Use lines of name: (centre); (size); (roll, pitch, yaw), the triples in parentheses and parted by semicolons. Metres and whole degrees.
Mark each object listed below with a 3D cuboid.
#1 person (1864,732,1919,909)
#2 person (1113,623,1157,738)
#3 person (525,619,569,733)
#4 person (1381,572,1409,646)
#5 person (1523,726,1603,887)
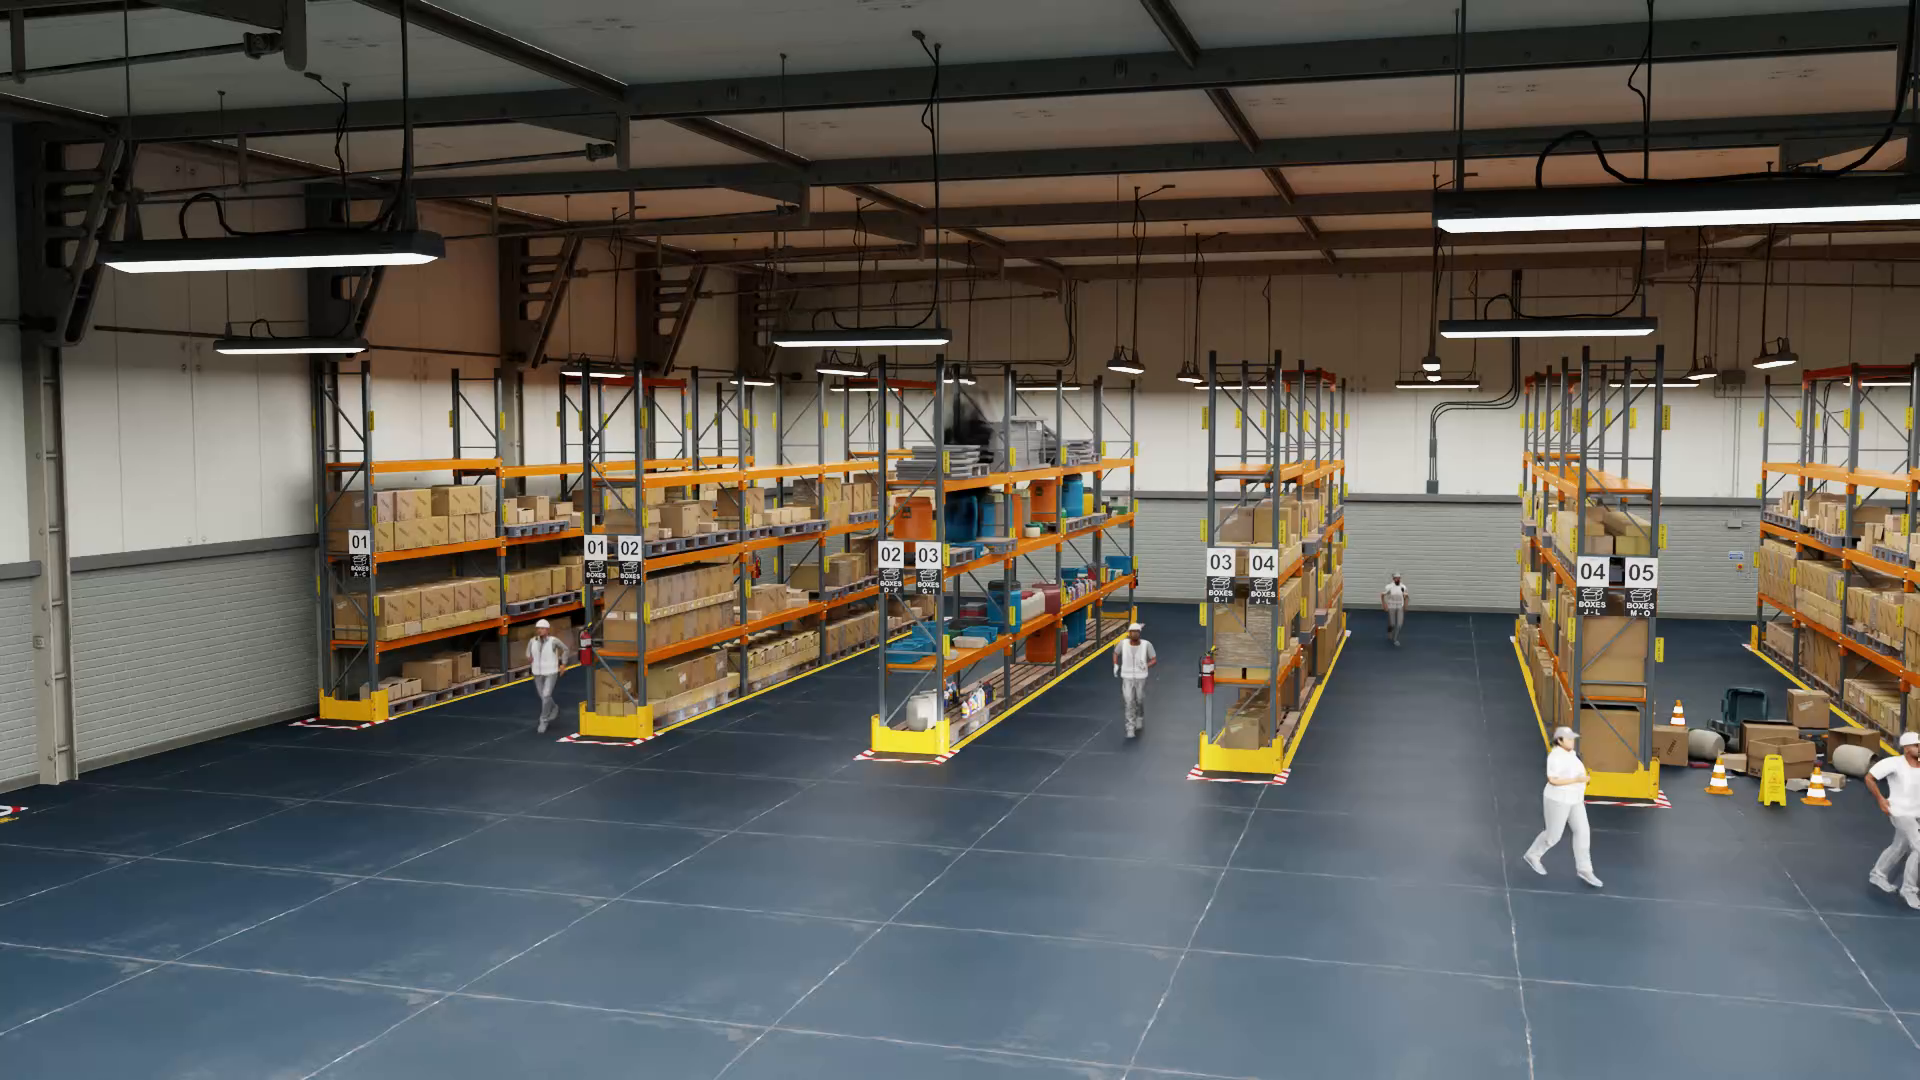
person: (9.890, 2.899, 17.341); (0.661, 1.833, 0.761); (-2, 5, -26)
person: (2.782, 2.201, 26.499); (0.700, 1.778, 0.913); (0, 4, 6)
person: (-6.771, 2.186, 27.163); (0.684, 1.802, 0.924); (1, 4, 12)
person: (9.752, 1.525, 37.252); (0.604, 1.658, 0.587); (0, 4, 4)
person: (6.553, 2.858, 18.045); (0.597, 1.685, 0.854); (-3, 5, -38)
